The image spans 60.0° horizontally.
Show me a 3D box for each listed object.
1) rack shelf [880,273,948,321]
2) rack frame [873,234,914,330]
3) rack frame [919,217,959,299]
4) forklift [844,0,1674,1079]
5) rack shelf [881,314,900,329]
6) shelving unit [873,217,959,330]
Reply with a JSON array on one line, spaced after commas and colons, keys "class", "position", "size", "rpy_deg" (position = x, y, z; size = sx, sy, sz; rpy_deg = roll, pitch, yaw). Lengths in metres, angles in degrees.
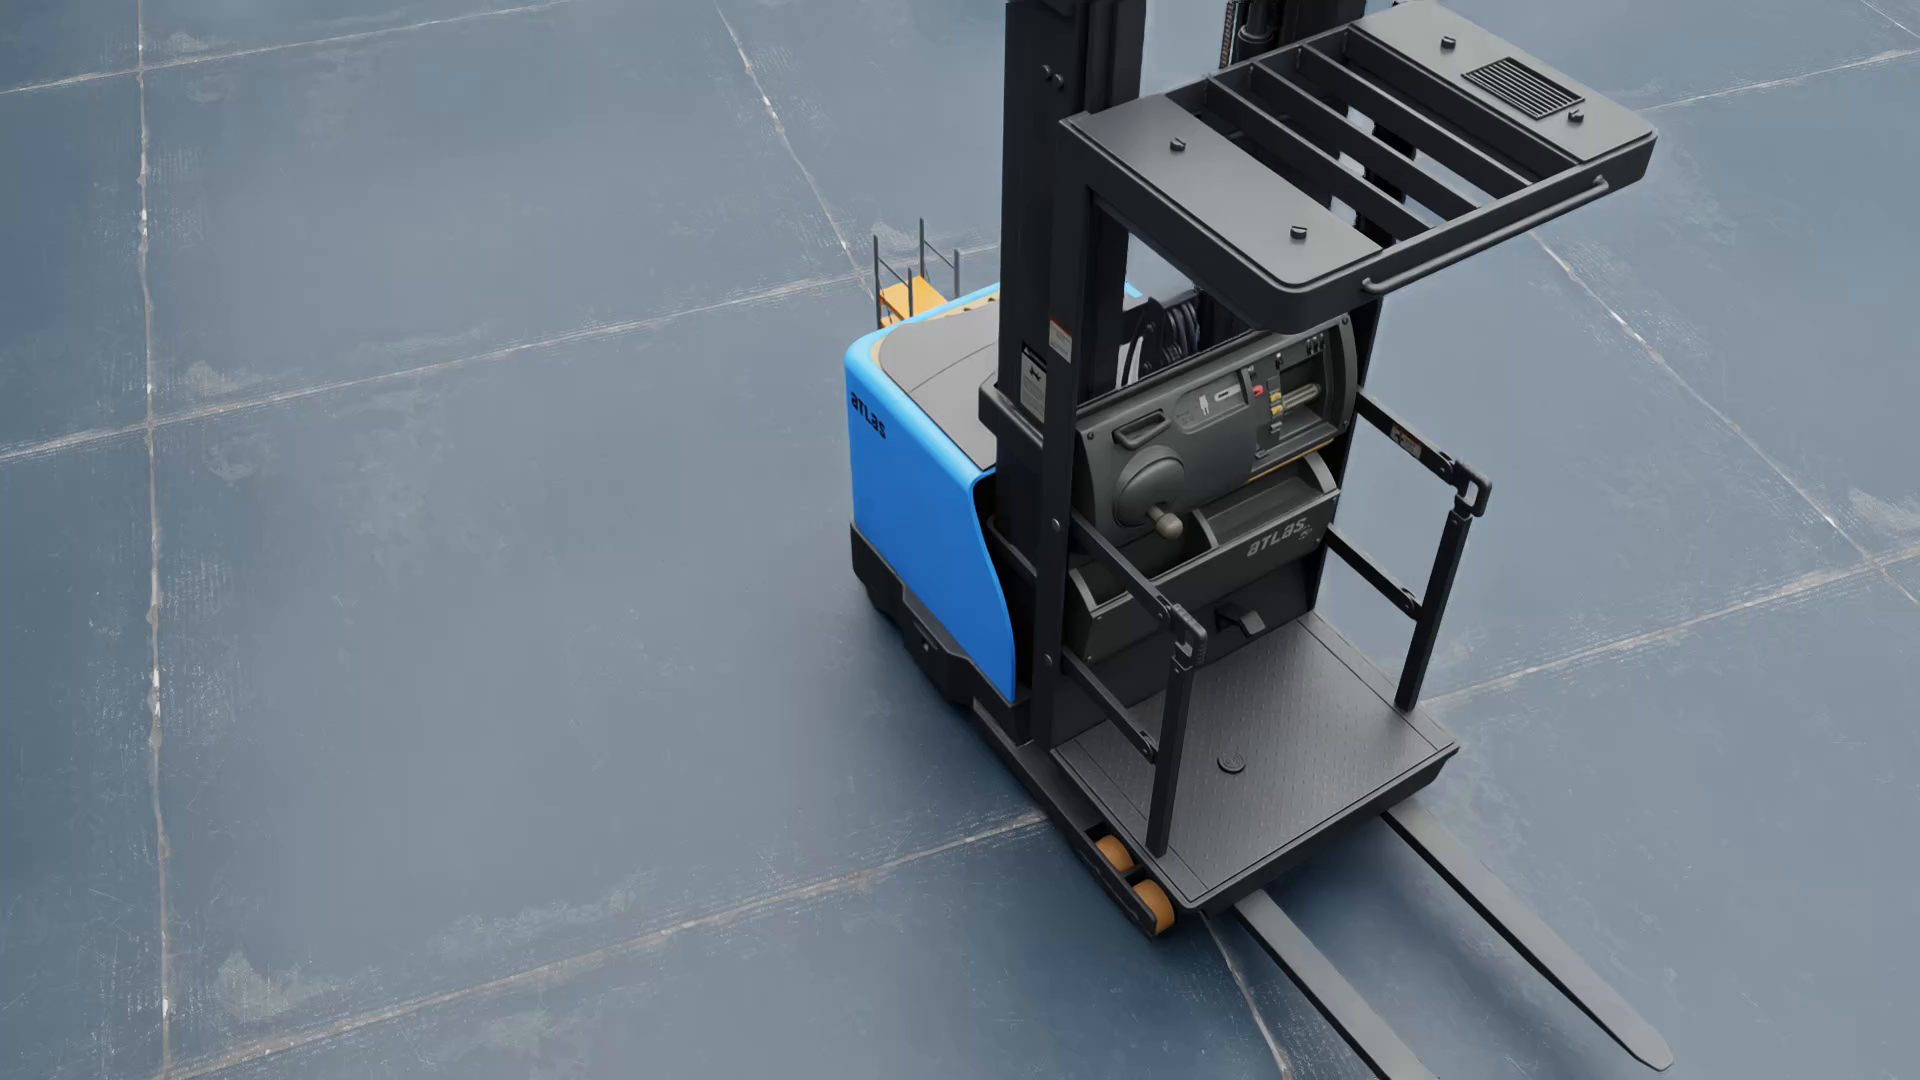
[{"class": "rack shelf", "position": [-0.147, -0.790, 5.744], "size": [0.180, 0.103, 0.258], "rpy_deg": [-25, 50, -23]}, {"class": "rack frame", "position": [-0.224, -0.531, 5.932], "size": [0.006, 1.200, 0.240], "rpy_deg": [-25, 50, -23]}, {"class": "rack frame", "position": [-0.071, -0.602, 6.003], "size": [0.006, 1.200, 0.240], "rpy_deg": [-25, 50, -23]}, {"class": "forklift", "position": [0.837, -0.227, 4.407], "size": [1.130, 2.935, 3.031], "rpy_deg": [-25, 50, -23]}, {"class": "rack shelf", "position": [-0.147, -0.705, 5.829], "size": [0.180, 0.103, 0.258], "rpy_deg": [-25, 50, -23]}, {"class": "shelving unit", "position": [-0.147, -0.567, 5.968], "size": [0.189, 1.200, 0.258], "rpy_deg": [-25, 50, -23]}]
